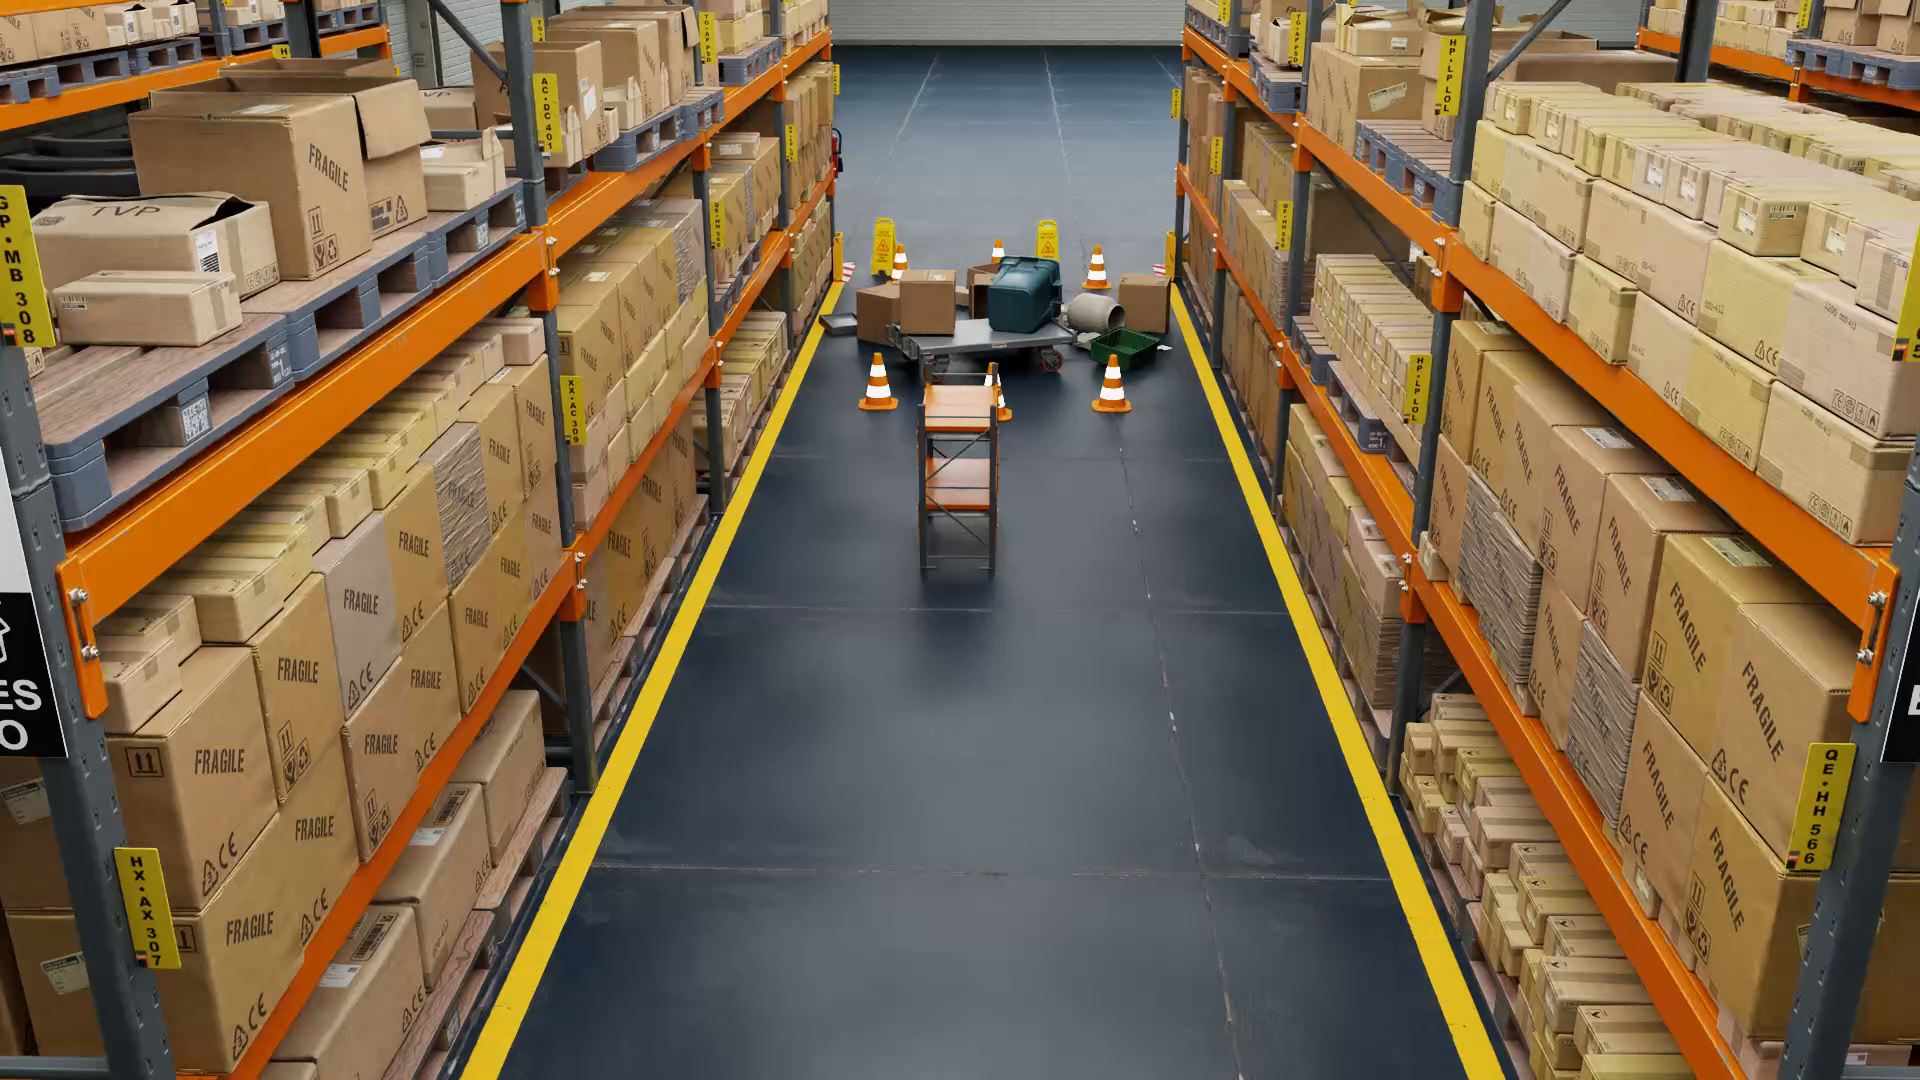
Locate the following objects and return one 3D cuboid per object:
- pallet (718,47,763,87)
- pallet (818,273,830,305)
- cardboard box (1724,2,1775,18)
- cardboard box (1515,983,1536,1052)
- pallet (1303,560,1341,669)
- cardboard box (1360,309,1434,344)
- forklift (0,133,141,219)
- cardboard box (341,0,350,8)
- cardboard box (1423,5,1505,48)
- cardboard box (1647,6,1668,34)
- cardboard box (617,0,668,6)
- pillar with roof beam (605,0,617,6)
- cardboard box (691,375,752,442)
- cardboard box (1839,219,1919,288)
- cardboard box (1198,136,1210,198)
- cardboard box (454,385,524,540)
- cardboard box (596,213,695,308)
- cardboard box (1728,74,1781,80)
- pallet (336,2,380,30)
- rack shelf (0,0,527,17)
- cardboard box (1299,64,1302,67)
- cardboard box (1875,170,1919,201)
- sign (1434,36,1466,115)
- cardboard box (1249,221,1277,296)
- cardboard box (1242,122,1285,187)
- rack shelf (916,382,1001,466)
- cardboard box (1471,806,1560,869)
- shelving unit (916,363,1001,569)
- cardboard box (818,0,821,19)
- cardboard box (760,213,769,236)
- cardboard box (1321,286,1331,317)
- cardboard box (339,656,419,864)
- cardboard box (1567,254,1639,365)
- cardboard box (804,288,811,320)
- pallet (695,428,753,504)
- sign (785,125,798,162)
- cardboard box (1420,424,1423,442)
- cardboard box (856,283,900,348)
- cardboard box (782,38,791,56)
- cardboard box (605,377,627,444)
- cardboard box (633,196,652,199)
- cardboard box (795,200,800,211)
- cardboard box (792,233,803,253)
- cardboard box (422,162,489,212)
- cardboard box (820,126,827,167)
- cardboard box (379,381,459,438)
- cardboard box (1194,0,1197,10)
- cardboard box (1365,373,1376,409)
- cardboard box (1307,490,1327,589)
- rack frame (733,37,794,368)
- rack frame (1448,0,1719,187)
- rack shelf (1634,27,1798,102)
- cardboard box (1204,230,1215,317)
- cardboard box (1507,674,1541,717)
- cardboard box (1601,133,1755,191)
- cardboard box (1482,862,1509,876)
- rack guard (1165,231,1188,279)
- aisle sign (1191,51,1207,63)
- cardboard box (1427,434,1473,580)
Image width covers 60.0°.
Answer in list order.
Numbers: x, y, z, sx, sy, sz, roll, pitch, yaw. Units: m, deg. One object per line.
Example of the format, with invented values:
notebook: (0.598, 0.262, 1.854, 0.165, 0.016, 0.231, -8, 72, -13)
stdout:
pallet: (-2.231, -3.762, 13.192, 1.213, 0.211, 1.003, 1, 21, 2)
pallet: (-2.018, -2.874, 18.644, 1.003, 0.211, 1.213, 1, 21, 2)
cardboard box: (7.681, -5.148, 16.159, 0.380, 0.149, 0.250, 0, 21, 0)
cardboard box: (2.285, 1.779, 6.157, 0.380, 0.149, 0.250, 1, 21, 3)
pallet: (2.687, 0.438, 10.108, 1.003, 0.211, 1.213, 1, 21, 2)
cardboard box: (2.495, -1.210, 9.445, 0.380, 0.149, 0.250, 0, 21, 1)
forklift: (-4.729, -1.013, 10.088, 1.130, 2.935, 3.031, 0, 21, 1)
cardboard box: (-6.646, -5.732, 17.475, 0.396, 0.266, 0.258, 1, 21, 2)
cardboard box: (2.999, -3.052, 9.904, 0.396, 0.266, 0.258, 1, 21, 2)
cardboard box: (7.677, -5.543, 17.729, 0.500, 0.250, 0.500, 1, 21, 3)
cardboard box: (-2.501, -4.419, 13.560, 0.500, 0.250, 0.500, 0, 21, 0)
pillar with roof beam: (-2.989, -13.564, 34.047, 9.100, 9.000, 0.400, 1, 21, 2)
cardboard box: (-2.157, -1.044, 13.125, 0.950, 0.372, 0.625, 0, 21, 1)
cardboard box: (2.309, -0.651, 3.879, 0.380, 0.149, 0.250, 1, 21, 2)
cardboard box: (2.917, -3.820, 17.020, 0.875, 0.550, 0.500, 1, 21, 2)
cardboard box: (-2.082, -0.312, 6.665, 0.500, 0.500, 0.500, 0, 21, 1)
cardboard box: (-1.961, -1.740, 10.345, 0.500, 0.500, 0.500, 1, 21, 3)
cardboard box: (8.153, -4.474, 16.982, 0.500, 0.500, 0.500, 1, 21, 2)
pallet: (-6.964, -5.650, 17.919, 1.003, 0.211, 1.213, 1, 21, 2)
rack shelf: (-2.381, -1.708, 5.038, 1.077, 0.370, 4.000, 1, 21, 2)
cardboard box: (2.550, -3.335, 11.436, 0.380, 0.166, 0.250, 1, 21, 2)
cardboard box: (2.763, -0.925, 4.586, 0.380, 0.149, 0.250, 1, 21, 3)
sign: (2.075, -1.966, 7.043, 0.100, 0.325, 0.005, 1, 21, 2)
cardboard box: (2.529, -2.158, 12.806, 0.500, 0.500, 0.500, 0, 21, 1)
cardboard box: (2.864, -3.364, 14.531, 0.700, 0.500, 0.500, 0, 21, 1)
rack shelf: (0.000, -0.795, 11.213, 0.538, 0.278, 1.000, 1, 21, 2)
cardboard box: (2.312, 1.217, 6.785, 0.380, 0.149, 0.250, 1, 21, 3)
shelving unit: (0.000, -0.522, 11.319, 0.538, 1.125, 1.048, 1, 21, 2)
cardboard box: (-1.732, -5.592, 17.445, 0.500, 0.250, 0.500, 0, 21, 1)
cardboard box: (-1.819, -2.657, 13.998, 0.380, 0.149, 0.250, 1, 21, 2)
cardboard box: (2.530, -1.531, 10.684, 0.380, 0.149, 0.250, 2, 21, 4)
cardboard box: (-2.120, 0.706, 5.424, 0.500, 0.500, 0.500, 1, 21, 1)
cardboard box: (2.291, -0.744, 5.360, 0.500, 0.250, 0.500, 2, 21, 4)
cardboard box: (-1.784, -2.366, 16.701, 0.500, 0.250, 0.500, 2, 21, 5)
pallet: (-2.174, -0.585, 12.745, 1.003, 0.211, 1.213, 1, 21, 2)
sign: (-1.522, -3.584, 15.018, 0.100, 0.325, 0.005, 1, 21, 2)
cardboard box: (2.445, -0.502, 8.030, 0.380, 0.149, 0.250, 1, 21, 3)
cardboard box: (-0.685, -2.257, 16.651, 0.500, 0.500, 0.500, 18, 27, 38)
cardboard box: (-1.756, -4.534, 15.268, 0.380, 0.149, 0.250, 1, 21, 2)
cardboard box: (-2.038, -0.664, 8.610, 0.500, 0.250, 0.500, 1, 21, 2)
cardboard box: (-2.463, -2.151, 11.796, 0.500, 0.500, 0.500, 0, 21, 0)
cardboard box: (-1.771, -3.319, 16.284, 0.380, 0.149, 0.250, 1, 21, 3)
cardboard box: (-1.726, -2.869, 16.065, 0.380, 0.149, 0.250, 1, 21, 2)
cardboard box: (-2.028, -1.350, 6.343, 0.380, 0.149, 0.250, 1, 21, 3)
cardboard box: (-1.717, -4.300, 17.915, 0.500, 0.500, 0.500, 1, 21, 2)
cardboard box: (-2.107, -0.490, 6.227, 0.380, 0.149, 0.250, 0, 21, 1)
cardboard box: (2.642, -5.606, 17.312, 0.380, 0.149, 0.250, 1, 21, 2)
cardboard box: (2.481, -0.834, 9.298, 0.380, 0.149, 0.250, 2, 21, 4)
cardboard box: (2.453, 0.006, 10.243, 0.500, 0.500, 0.500, 0, 21, 0)
rack frame: (-2.077, -3.049, 15.239, 1.000, 3.000, 0.127, 1, 21, 2)
rack frame: (2.630, -2.935, 6.653, 1.000, 3.000, 0.127, 1, 21, 2)
rack shelf: (7.889, -4.726, 16.410, 1.077, 0.370, 4.000, 1, 21, 2)
cardboard box: (2.986, -2.789, 16.926, 0.875, 0.875, 0.875, 1, 21, 2)
cardboard box: (2.303, 0.554, 6.301, 0.380, 0.149, 0.250, 2, 21, 4)
cardboard box: (2.297, -1.214, 5.328, 0.380, 0.149, 0.250, 0, 21, 0)
cardboard box: (2.367, 1.362, 6.822, 0.380, 0.149, 0.250, 2, 21, 4)
rack guard: (2.996, -3.320, 19.395, 1.175, 0.500, 0.348, 1, 21, 2)
aisle sign: (2.698, -5.718, 18.525, 0.394, 0.787, 0.004, 1, 21, 2)
cardboard box: (2.363, -0.147, 7.212, 0.500, 0.500, 0.500, 0, 21, 1)
